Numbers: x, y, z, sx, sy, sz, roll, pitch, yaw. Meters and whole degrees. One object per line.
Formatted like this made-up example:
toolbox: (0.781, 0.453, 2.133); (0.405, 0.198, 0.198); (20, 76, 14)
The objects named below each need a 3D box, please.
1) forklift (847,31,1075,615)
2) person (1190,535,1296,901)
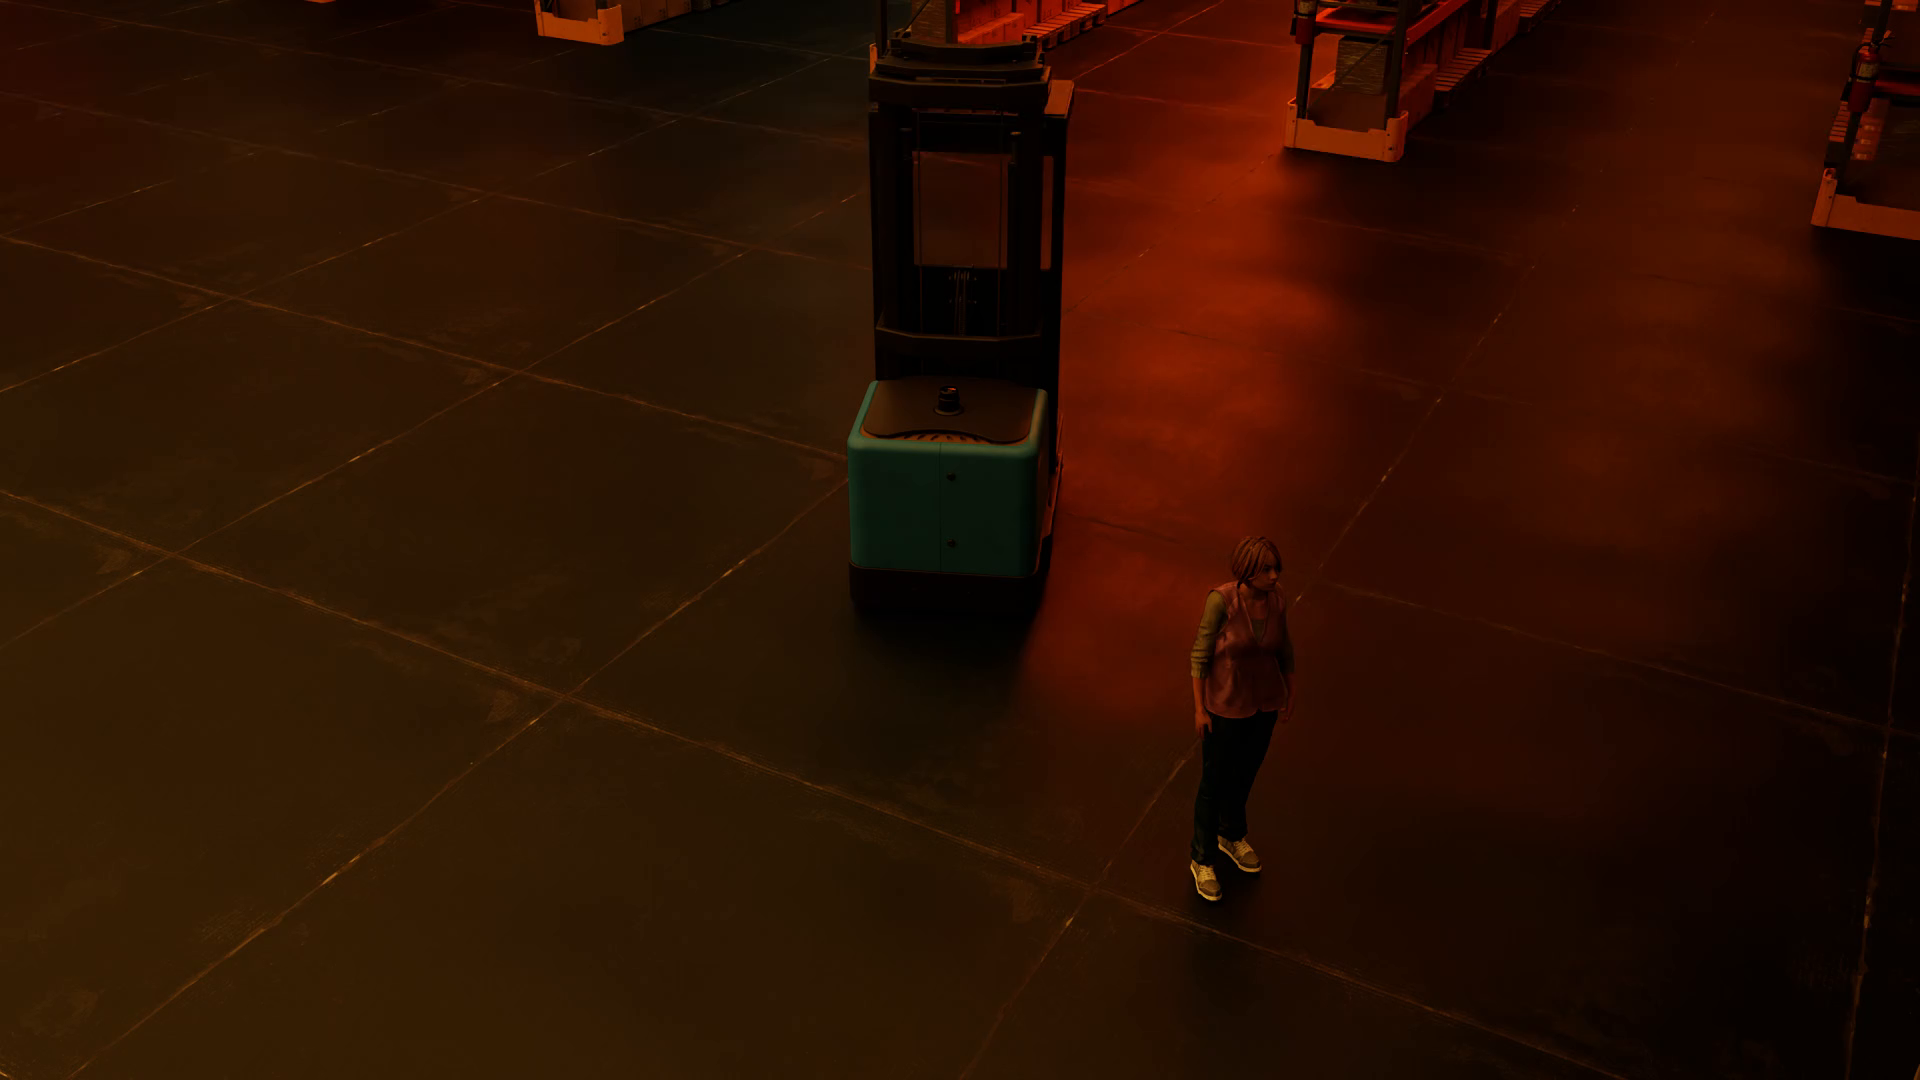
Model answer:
forklift: (0.072, -1.572, 9.794); (1.130, 2.935, 3.031); (3, 30, 6)
person: (1.231, 0.747, 7.097); (0.521, 1.599, 0.473); (-11, 32, -19)
